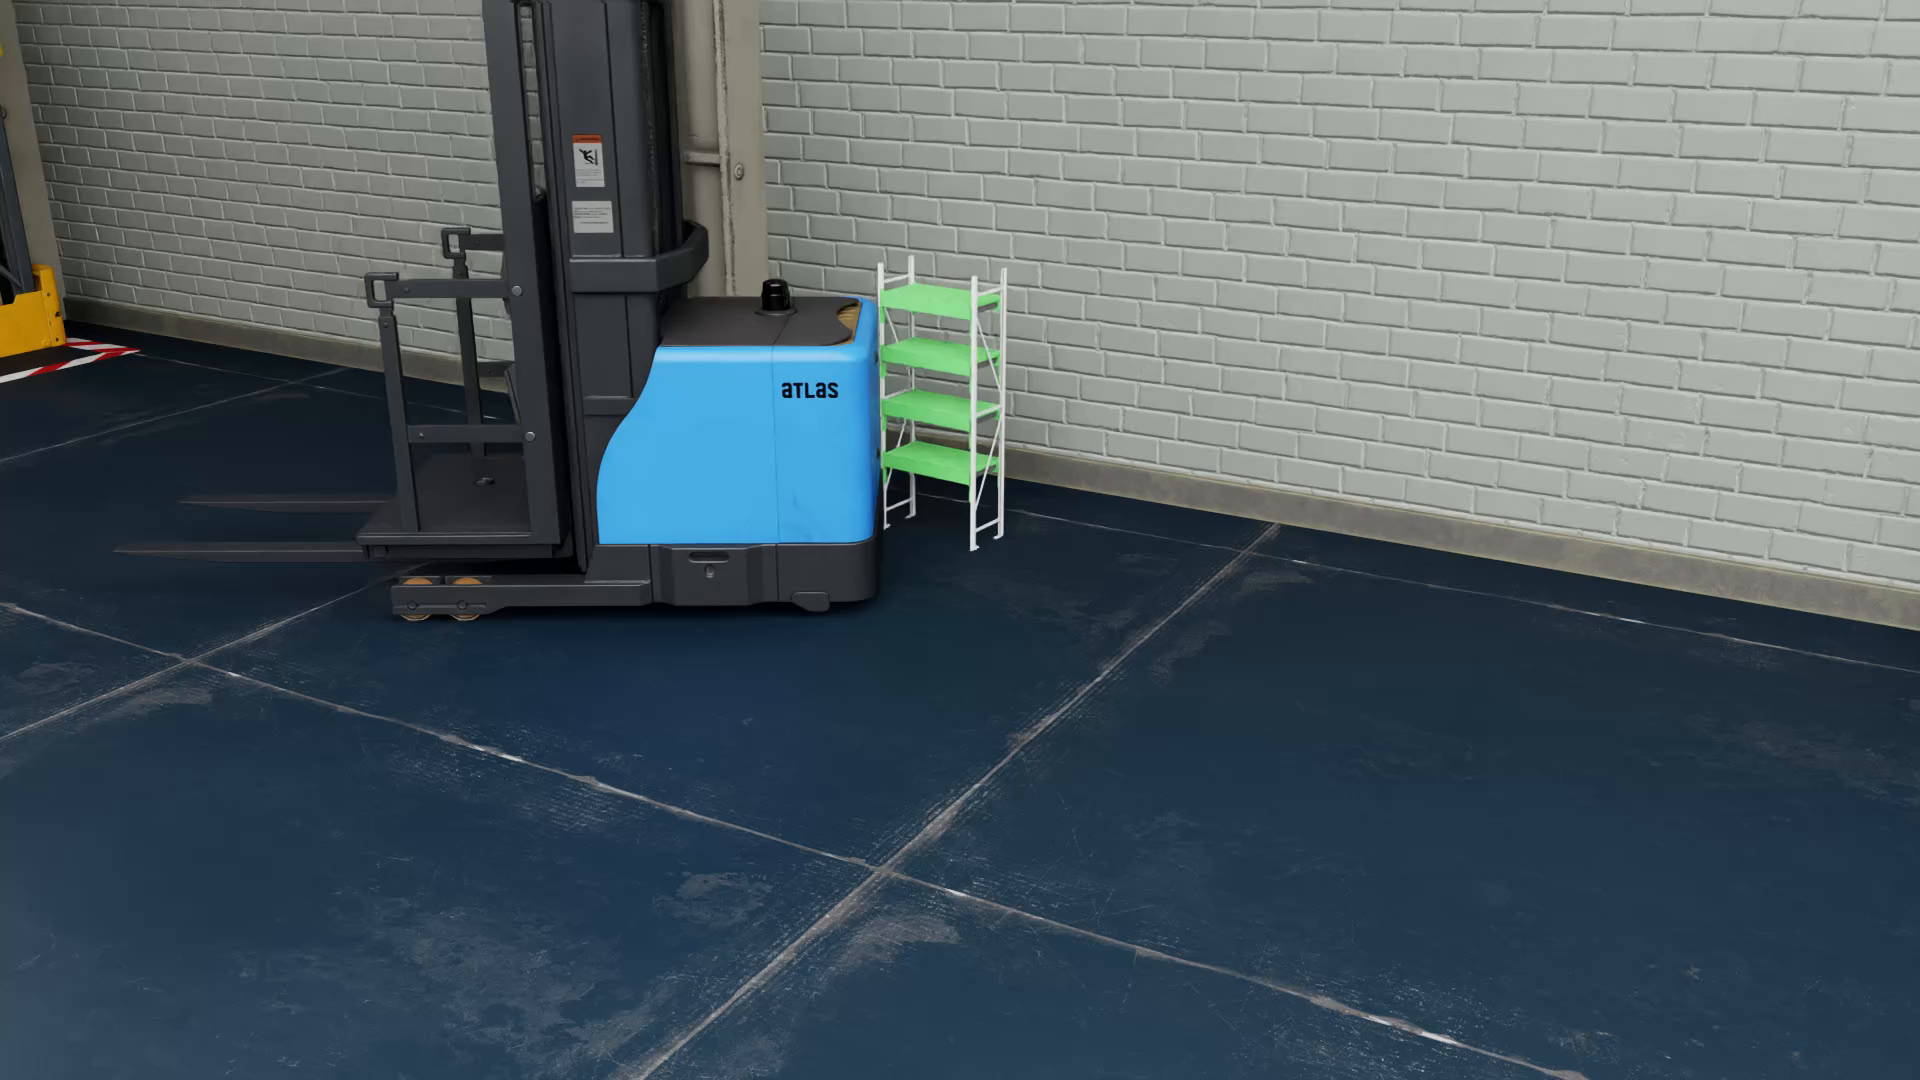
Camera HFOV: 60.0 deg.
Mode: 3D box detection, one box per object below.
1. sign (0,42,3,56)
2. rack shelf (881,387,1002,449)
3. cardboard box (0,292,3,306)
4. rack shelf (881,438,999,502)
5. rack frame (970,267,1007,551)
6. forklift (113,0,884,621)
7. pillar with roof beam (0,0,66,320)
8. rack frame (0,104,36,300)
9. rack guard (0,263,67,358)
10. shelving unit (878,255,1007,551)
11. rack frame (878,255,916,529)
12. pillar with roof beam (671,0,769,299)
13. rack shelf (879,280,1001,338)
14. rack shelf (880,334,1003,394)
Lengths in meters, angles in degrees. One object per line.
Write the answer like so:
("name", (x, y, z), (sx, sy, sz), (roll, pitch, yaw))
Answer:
("sign", (-6.025, -3.173, 10.329), (0.005, 0.325, 0.100), (11, 23, 27))
("rack shelf", (-0.079, -0.539, 7.277), (0.480, 0.148, 0.258), (14, 24, 33))
("cardboard box", (-6.635, -1.610, 10.820), (0.500, 0.250, 0.500), (11, 23, 28))
("rack shelf", (-0.080, -0.313, 7.358), (0.480, 0.148, 0.258), (14, 24, 33))
("rack frame", (0.121, -0.551, 7.123), (0.015, 1.200, 0.240), (14, 24, 33))
("forklift", (-1.848, -1.242, 6.492), (3.031, 2.935, 1.130), (0, 20, -1))
("pillar with roof beam", (-8.569, -4.488, 6.540), (0.400, 9.000, 9.100), (11, 23, 27))
("rack frame", (-6.301, -2.565, 10.037), (0.127, 3.000, 1.000), (11, 23, 27))
("rack guard", (-6.280, -1.386, 10.452), (0.348, 0.500, 1.175), (11, 23, 27))
("shelving unit", (-0.079, -0.599, 7.255), (0.503, 1.200, 0.258), (14, 24, 33))
("rack frame", (-0.278, -0.648, 7.387), (0.015, 1.200, 0.240), (14, 24, 33))
("pillar with roof beam", (-3.331, -3.490, 3.789), (0.400, 9.000, 9.100), (11, 23, 27))
("rack shelf", (-0.077, -0.991, 7.114), (0.480, 0.148, 0.258), (14, 24, 33))
("rack shelf", (-0.078, -0.765, 7.195), (0.480, 0.148, 0.258), (14, 24, 33))
